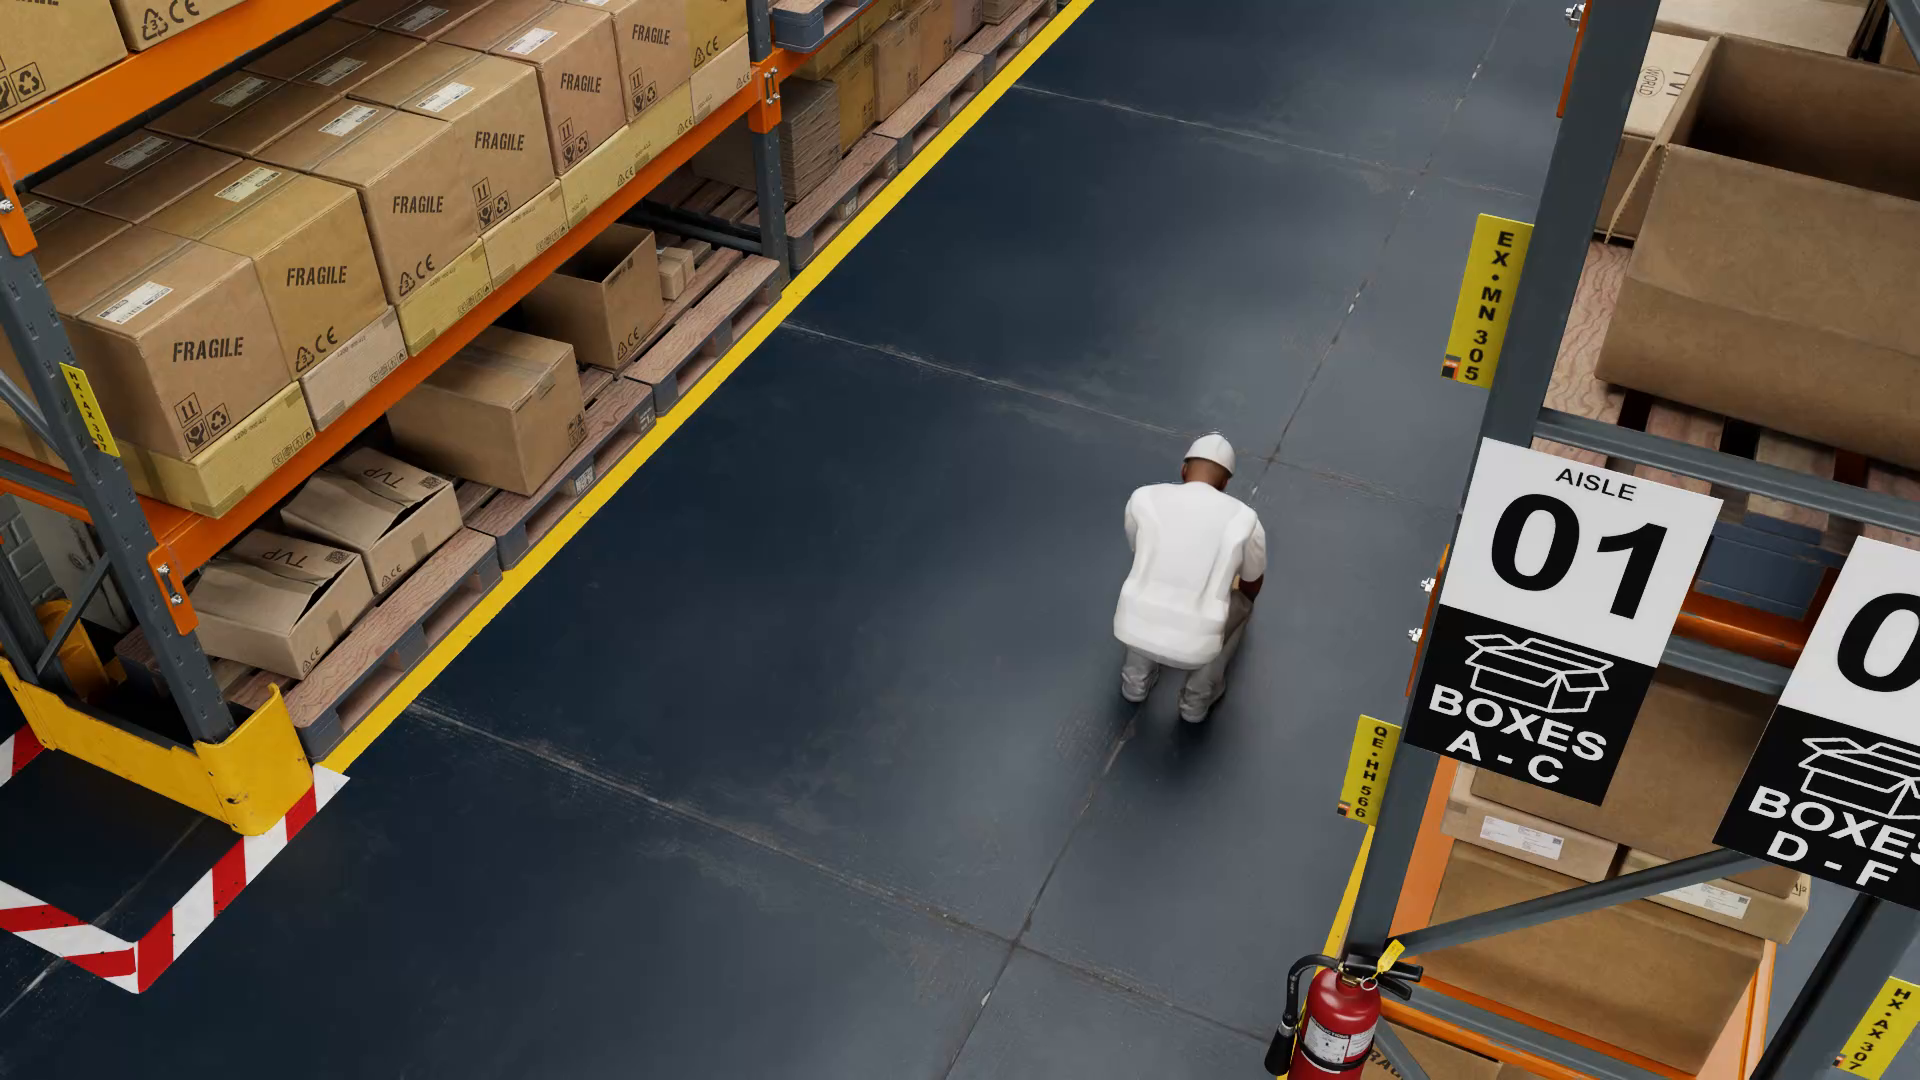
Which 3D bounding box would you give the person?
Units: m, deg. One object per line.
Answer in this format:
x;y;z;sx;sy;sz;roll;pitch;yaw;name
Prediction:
0.875;0.165;6.581;0.572;0.941;0.897;17;45;18;person
